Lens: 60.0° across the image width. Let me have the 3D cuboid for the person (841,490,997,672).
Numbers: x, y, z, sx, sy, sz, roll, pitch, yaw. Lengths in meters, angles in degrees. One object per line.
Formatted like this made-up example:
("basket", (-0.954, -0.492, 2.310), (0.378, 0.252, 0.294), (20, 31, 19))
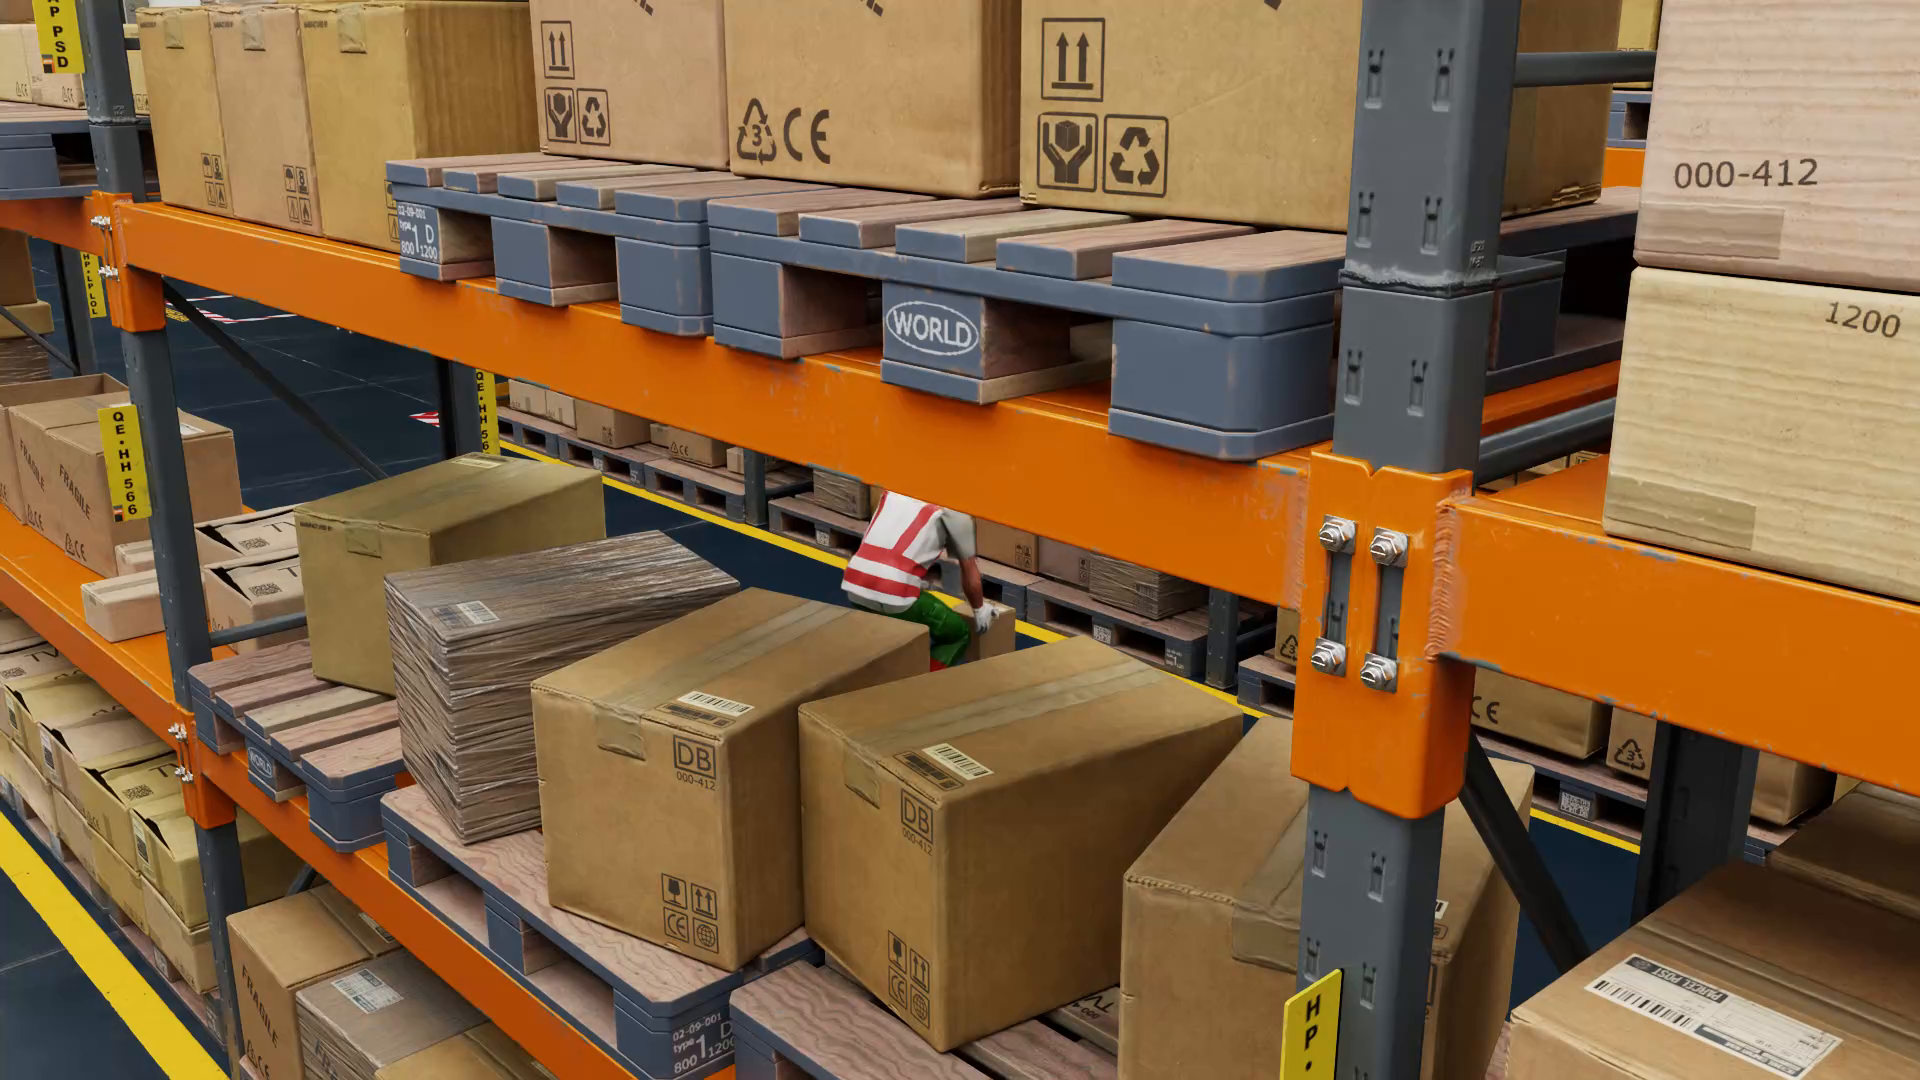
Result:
("person", (-0.218, 0.230, 8.101), (0.816, 1.295, 0.585), (-15, 23, -41))
